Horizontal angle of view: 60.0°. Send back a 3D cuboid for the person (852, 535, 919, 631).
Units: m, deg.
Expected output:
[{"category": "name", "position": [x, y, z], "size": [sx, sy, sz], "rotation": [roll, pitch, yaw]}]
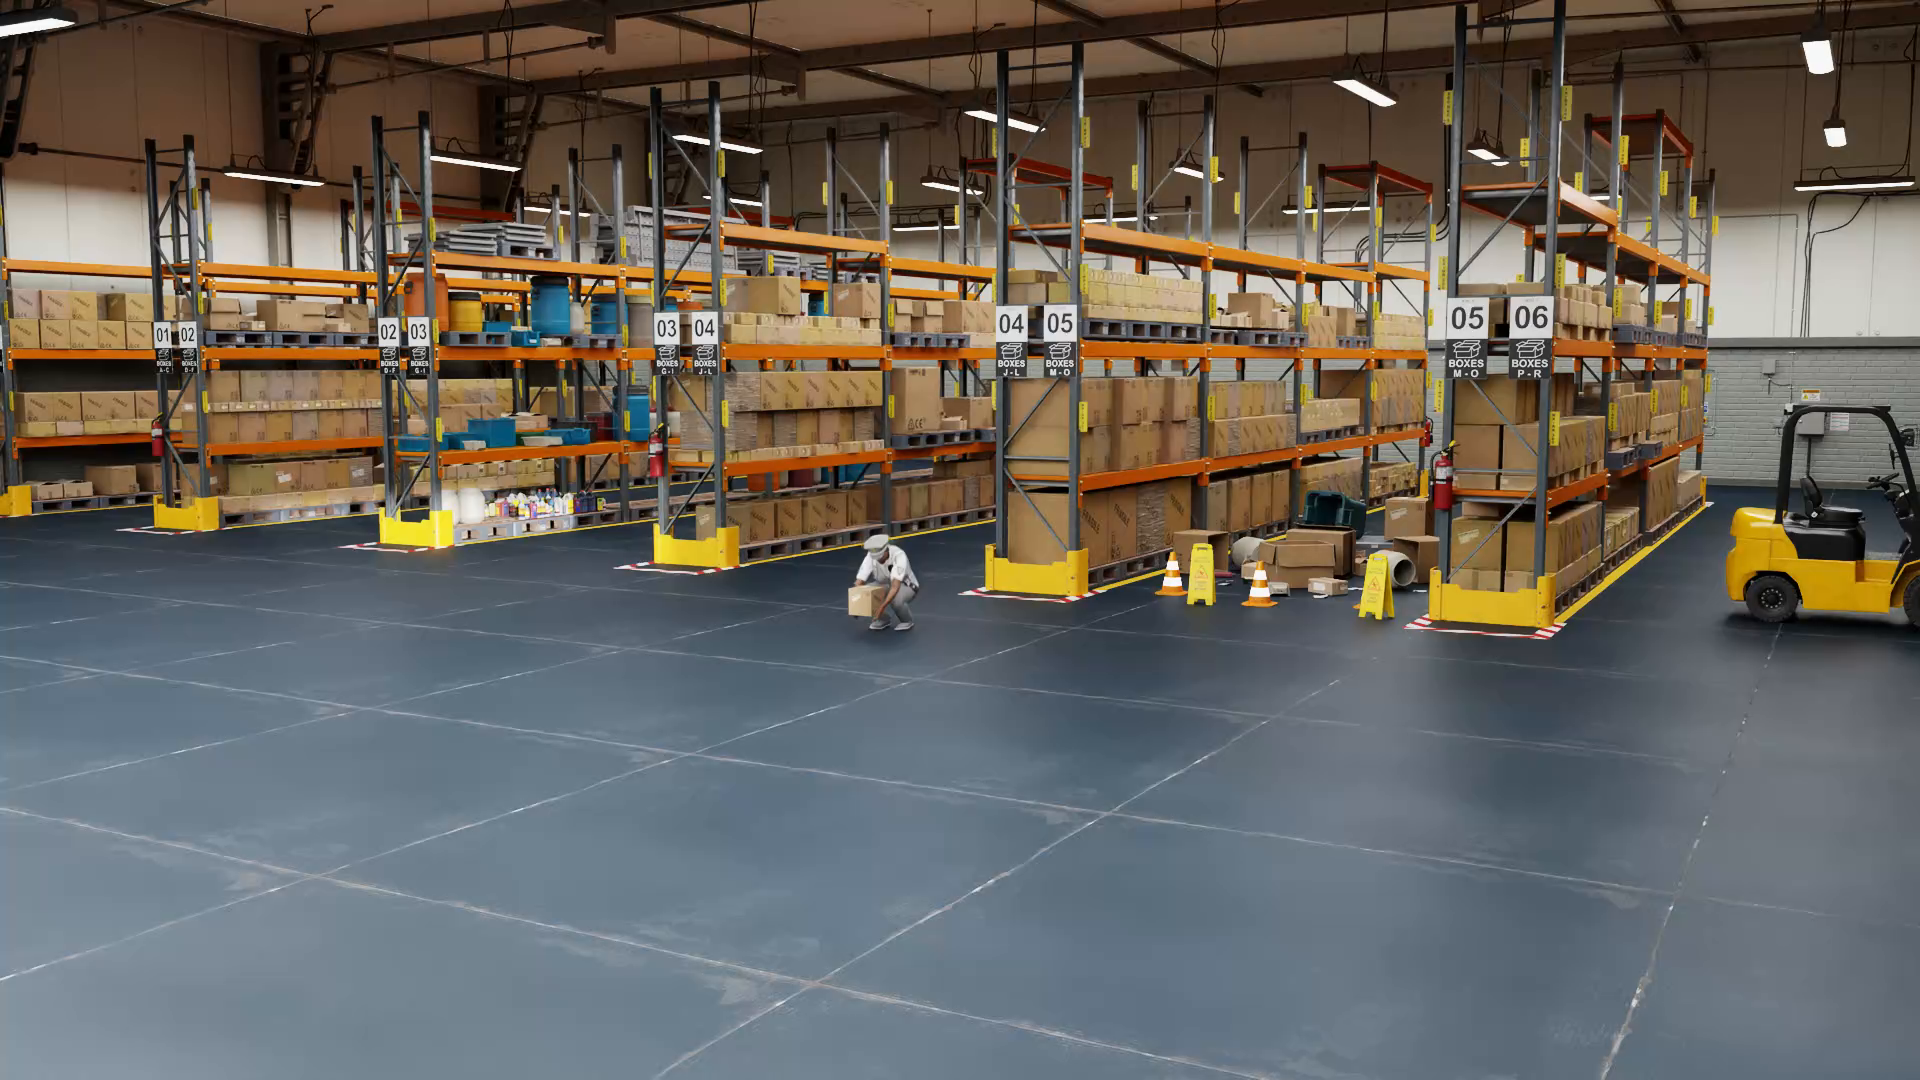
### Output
[{"category": "person", "position": [-0.716, 0.404, 16.004], "size": [0.512, 0.952, 0.832], "rotation": [3, 7, 28]}]
